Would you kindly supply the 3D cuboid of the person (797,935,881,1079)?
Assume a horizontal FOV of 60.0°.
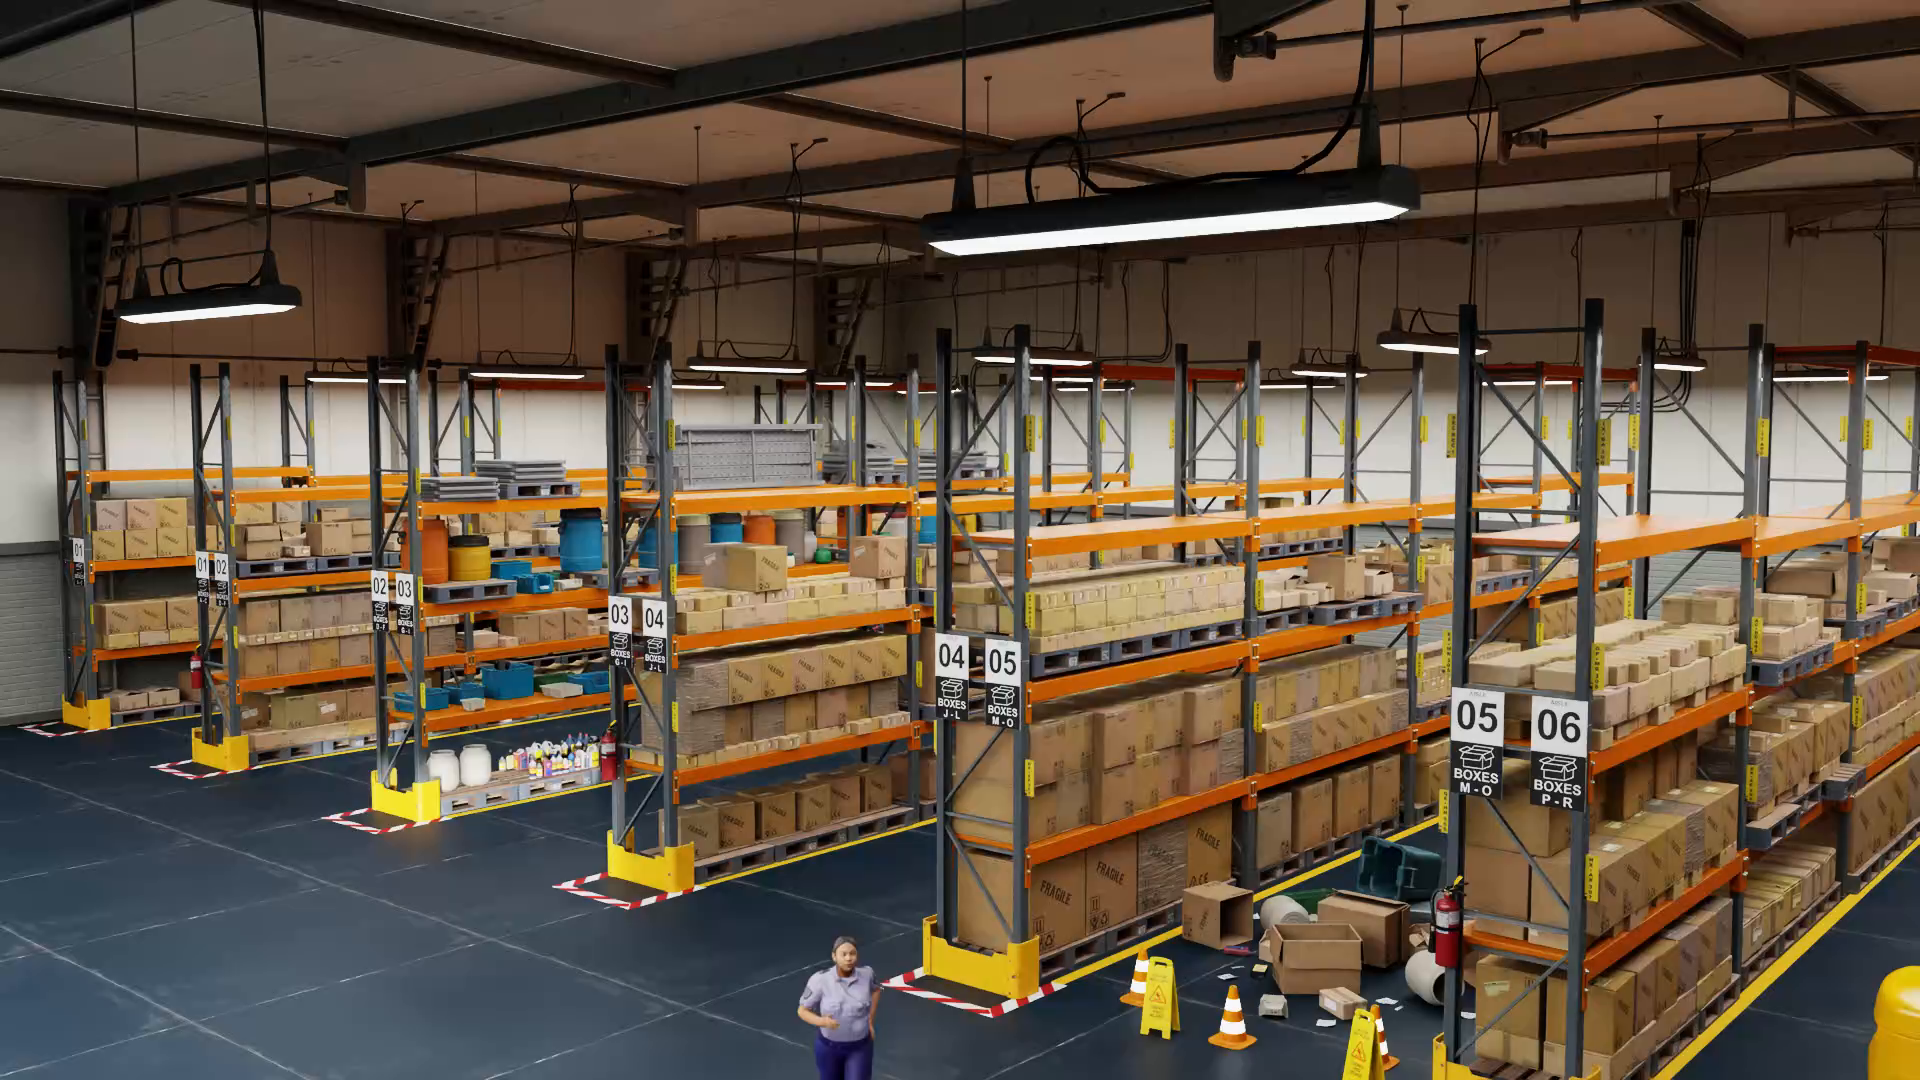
[{"bbox_3d":[-0.821,3.528,11.401,0.582,1.697,0.826,0,4,-6],"label":"person"}]
